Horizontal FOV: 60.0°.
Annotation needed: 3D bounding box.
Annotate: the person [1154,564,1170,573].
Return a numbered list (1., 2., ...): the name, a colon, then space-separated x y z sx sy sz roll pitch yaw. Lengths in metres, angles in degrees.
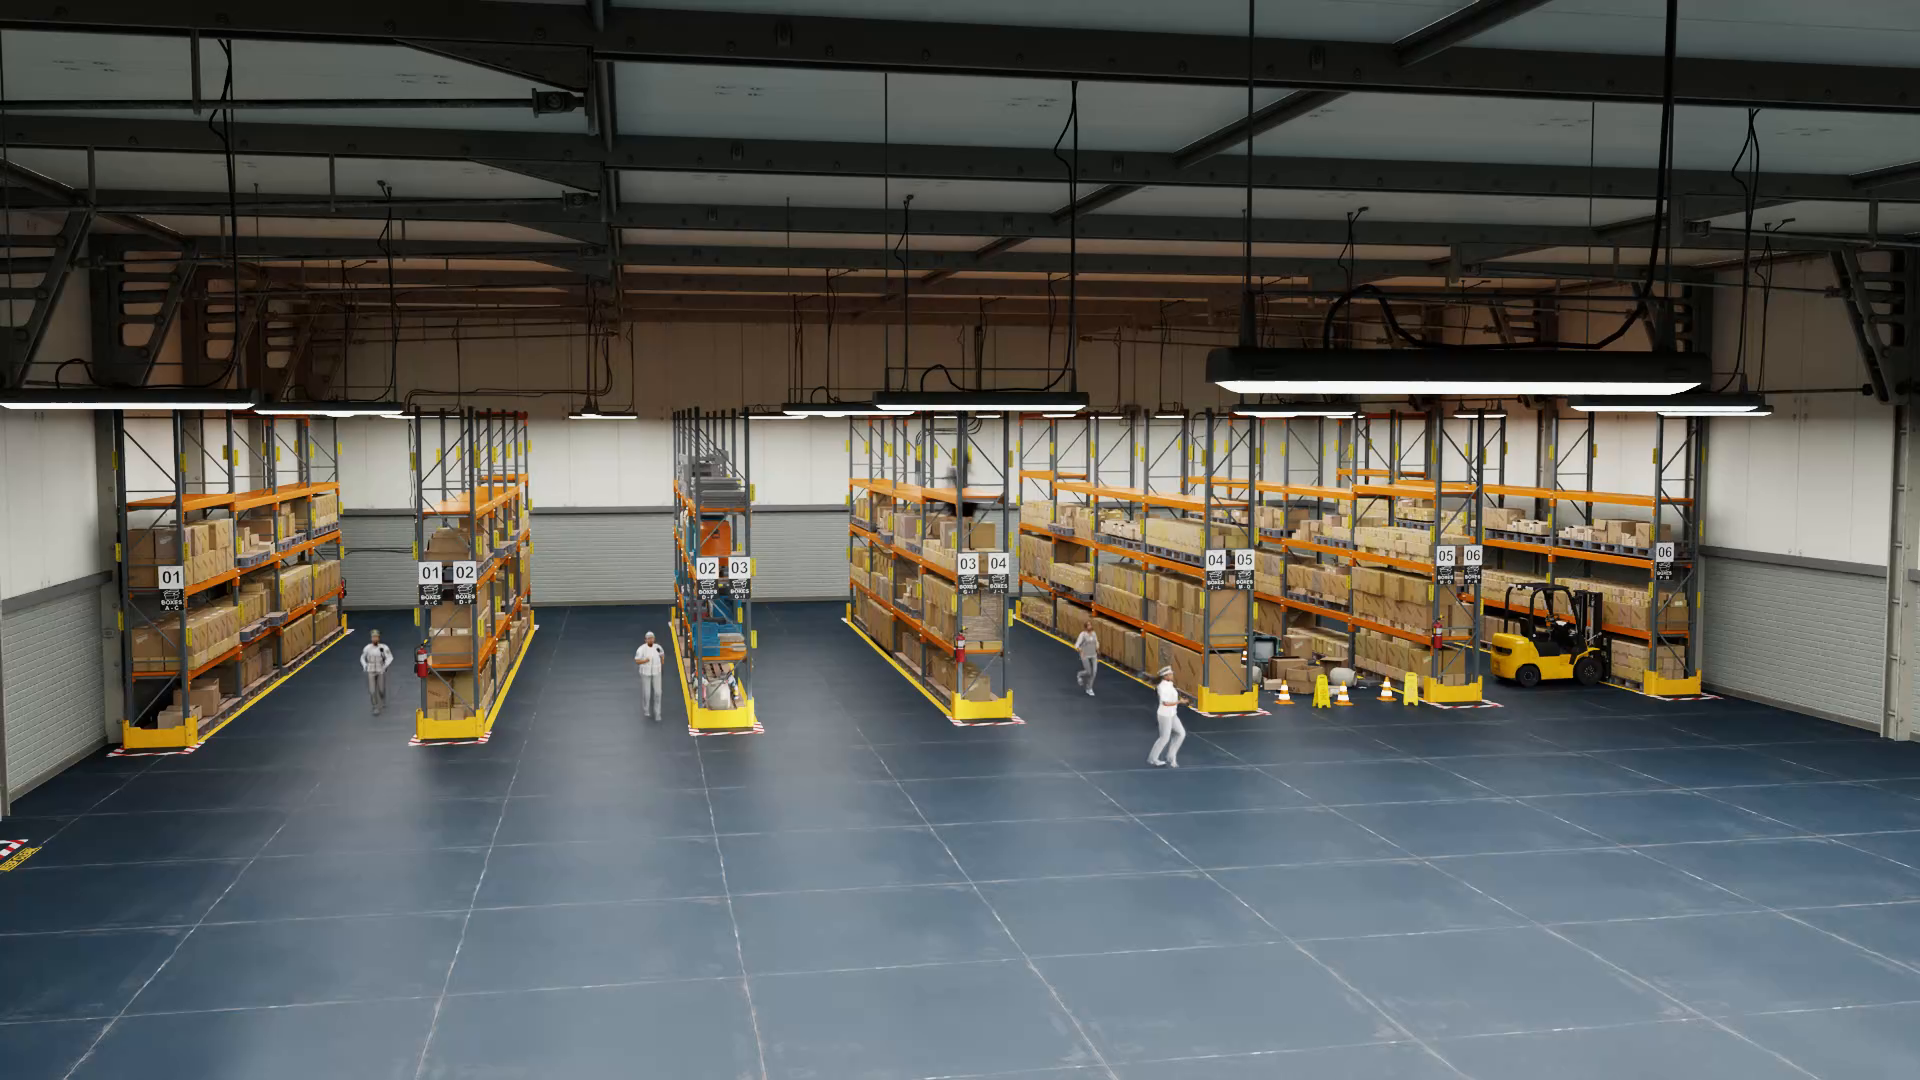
1. person: 6.111 1.252 50.874 0.965 1.762 0.757 0 4 -4

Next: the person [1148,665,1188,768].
1. person: 3.450 2.931 27.475 0.681 1.742 0.553 2 4 21

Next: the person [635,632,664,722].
1. person: -5.954 2.618 31.969 0.592 1.721 0.747 -1 4 -17

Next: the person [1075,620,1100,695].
1. person: 2.697 2.472 35.079 0.547 1.545 0.552 -2 4 -23

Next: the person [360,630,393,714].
1. person: -11.454 2.578 32.619 0.612 1.648 0.543 -1 4 -13
